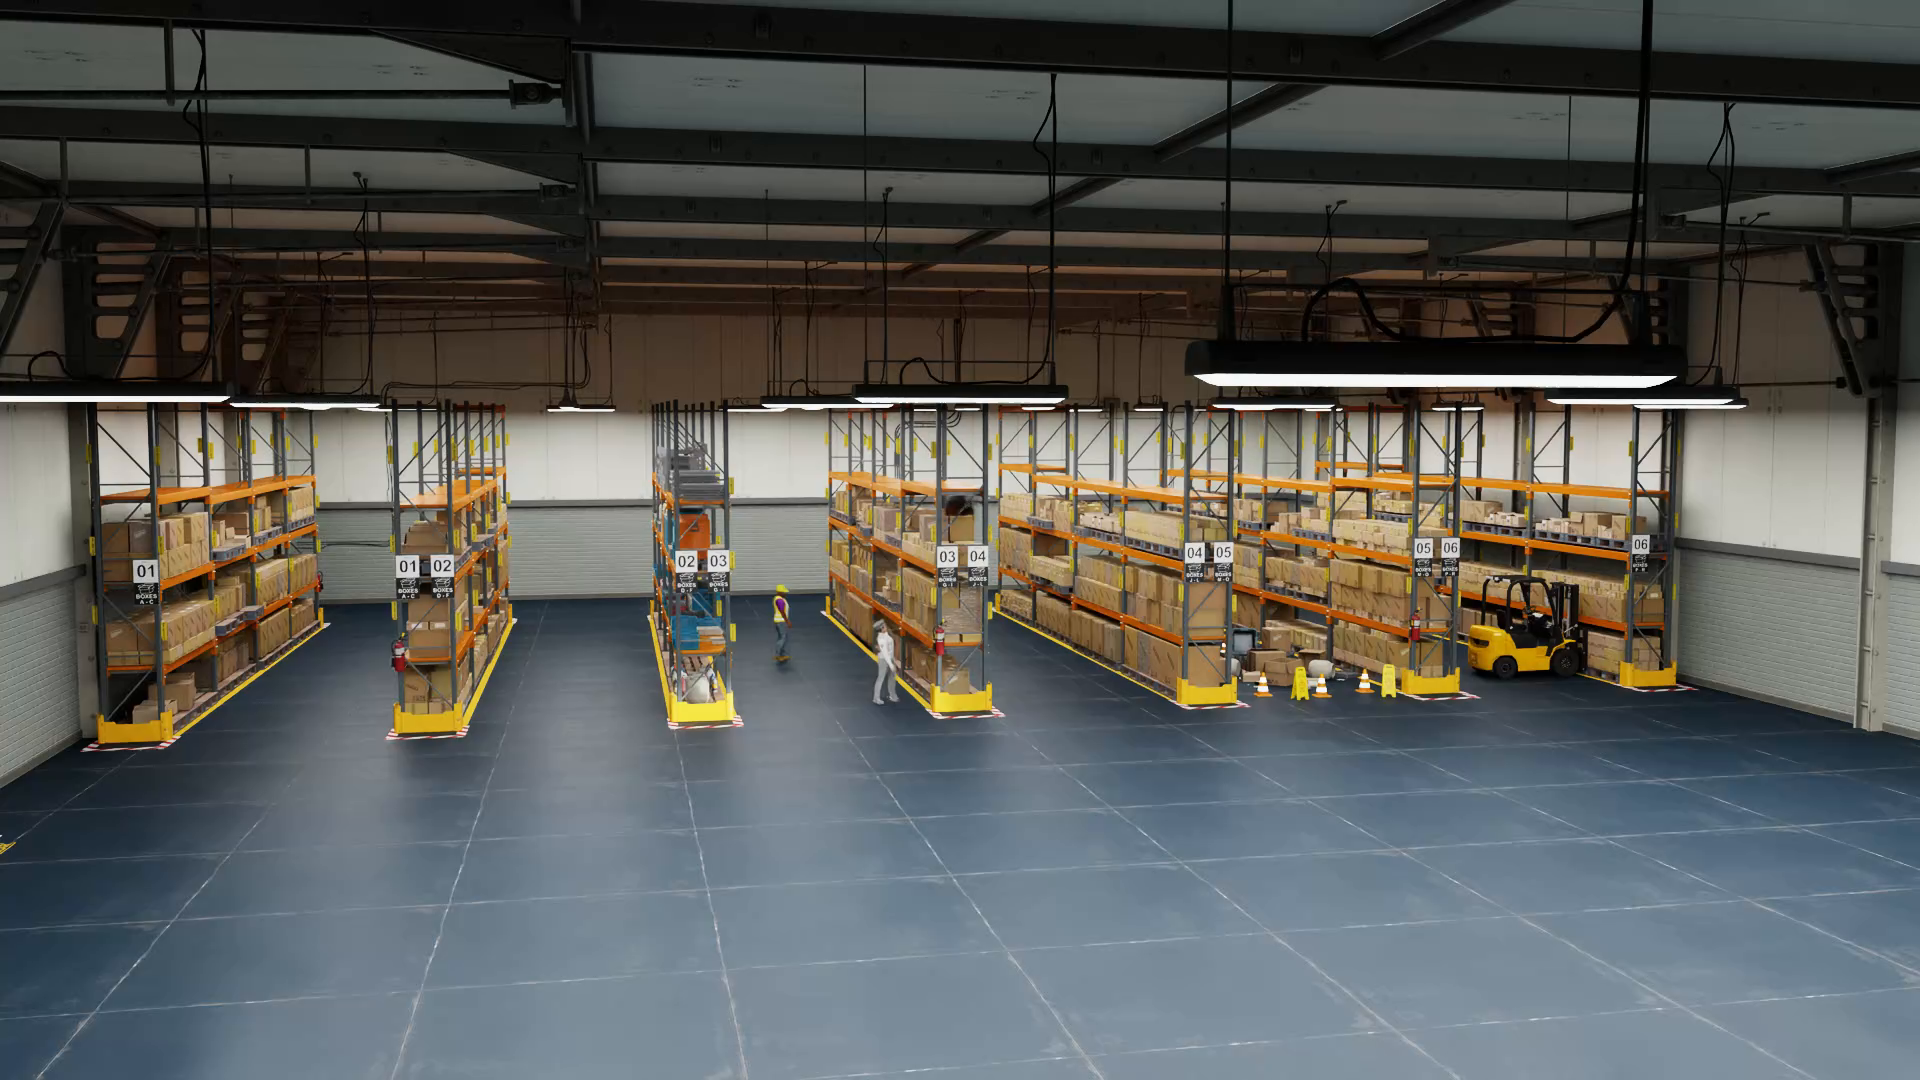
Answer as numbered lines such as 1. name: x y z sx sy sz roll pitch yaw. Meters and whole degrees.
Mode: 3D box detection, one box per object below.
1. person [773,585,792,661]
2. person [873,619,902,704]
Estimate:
1. person: -4.139 1.918 38.608 0.470 1.775 0.586 -1 4 -11
2. person: -1.450 2.414 33.039 0.472 1.725 0.610 1 5 18
